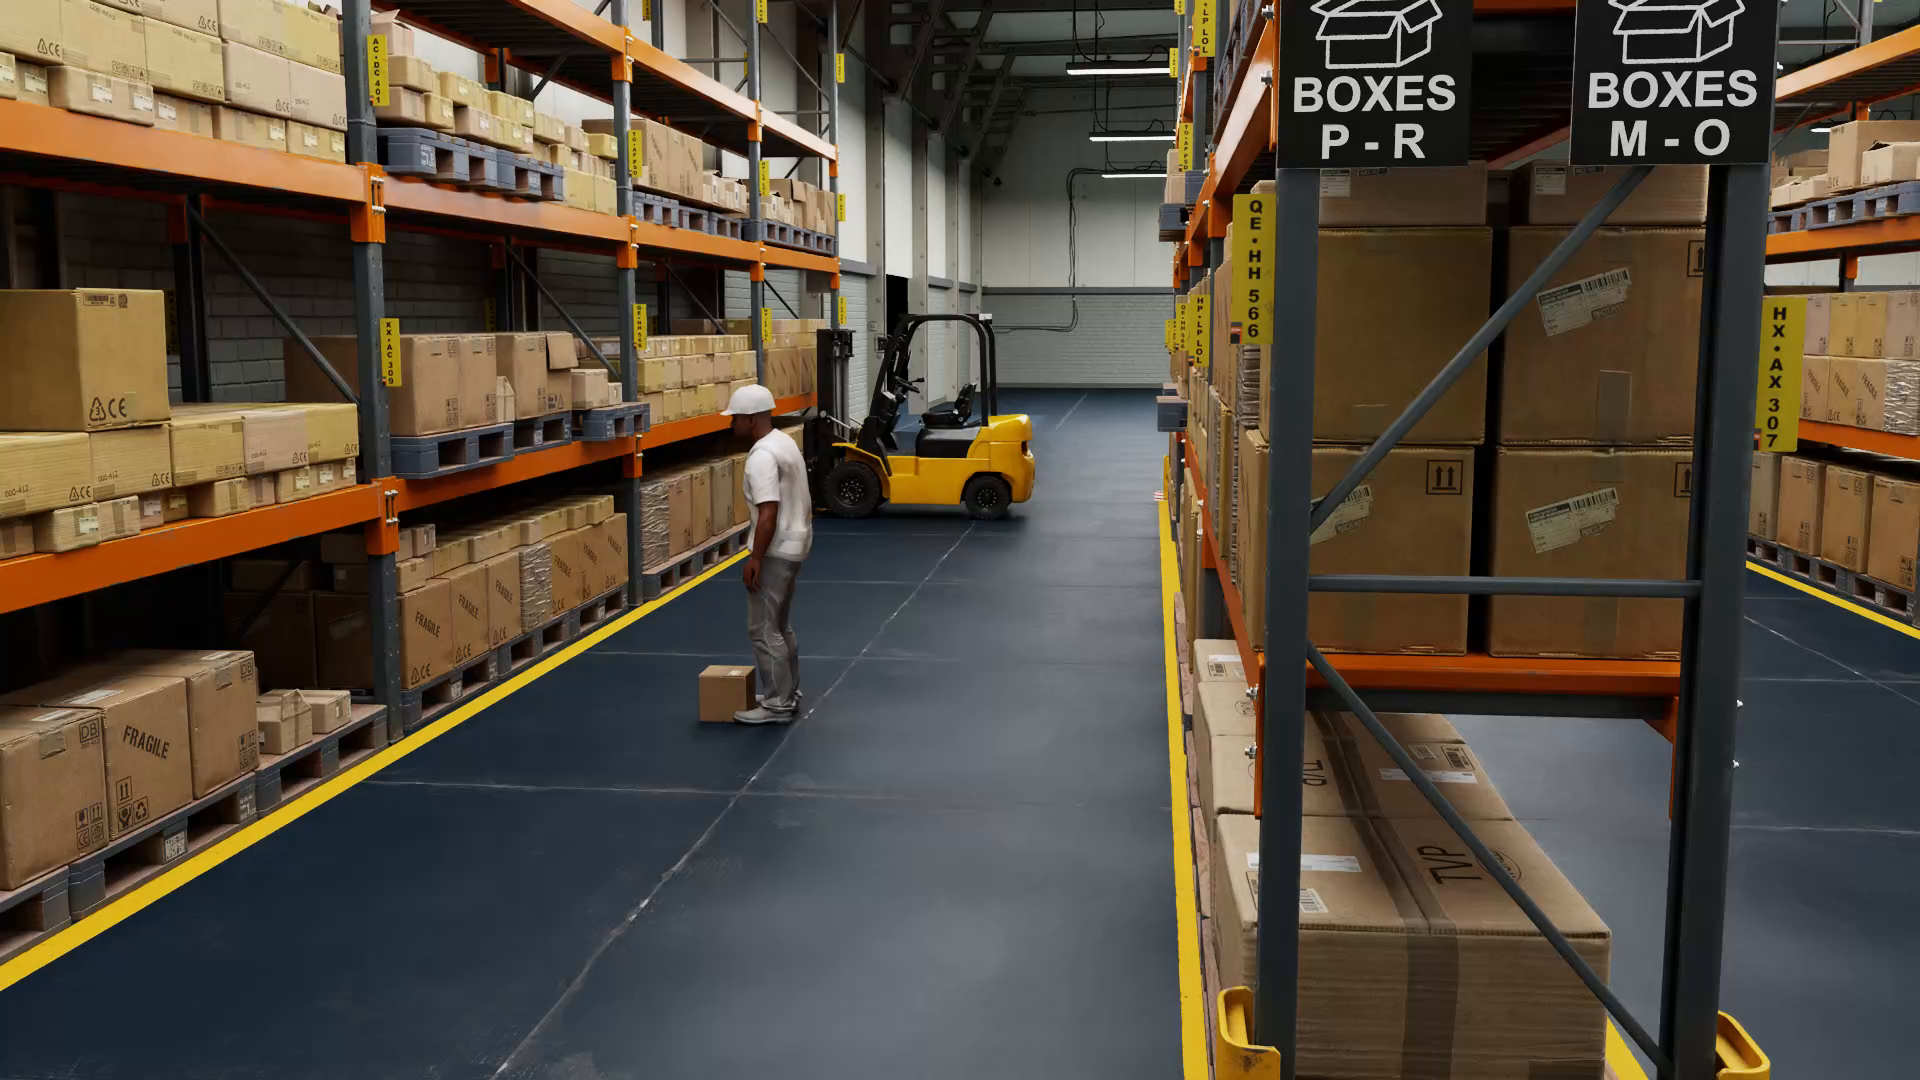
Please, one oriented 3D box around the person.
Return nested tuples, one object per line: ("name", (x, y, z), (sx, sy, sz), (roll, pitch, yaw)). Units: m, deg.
("person", (-1.008, 0.069, 8.701), (0.463, 1.760, 0.631), (1, 8, 6))
